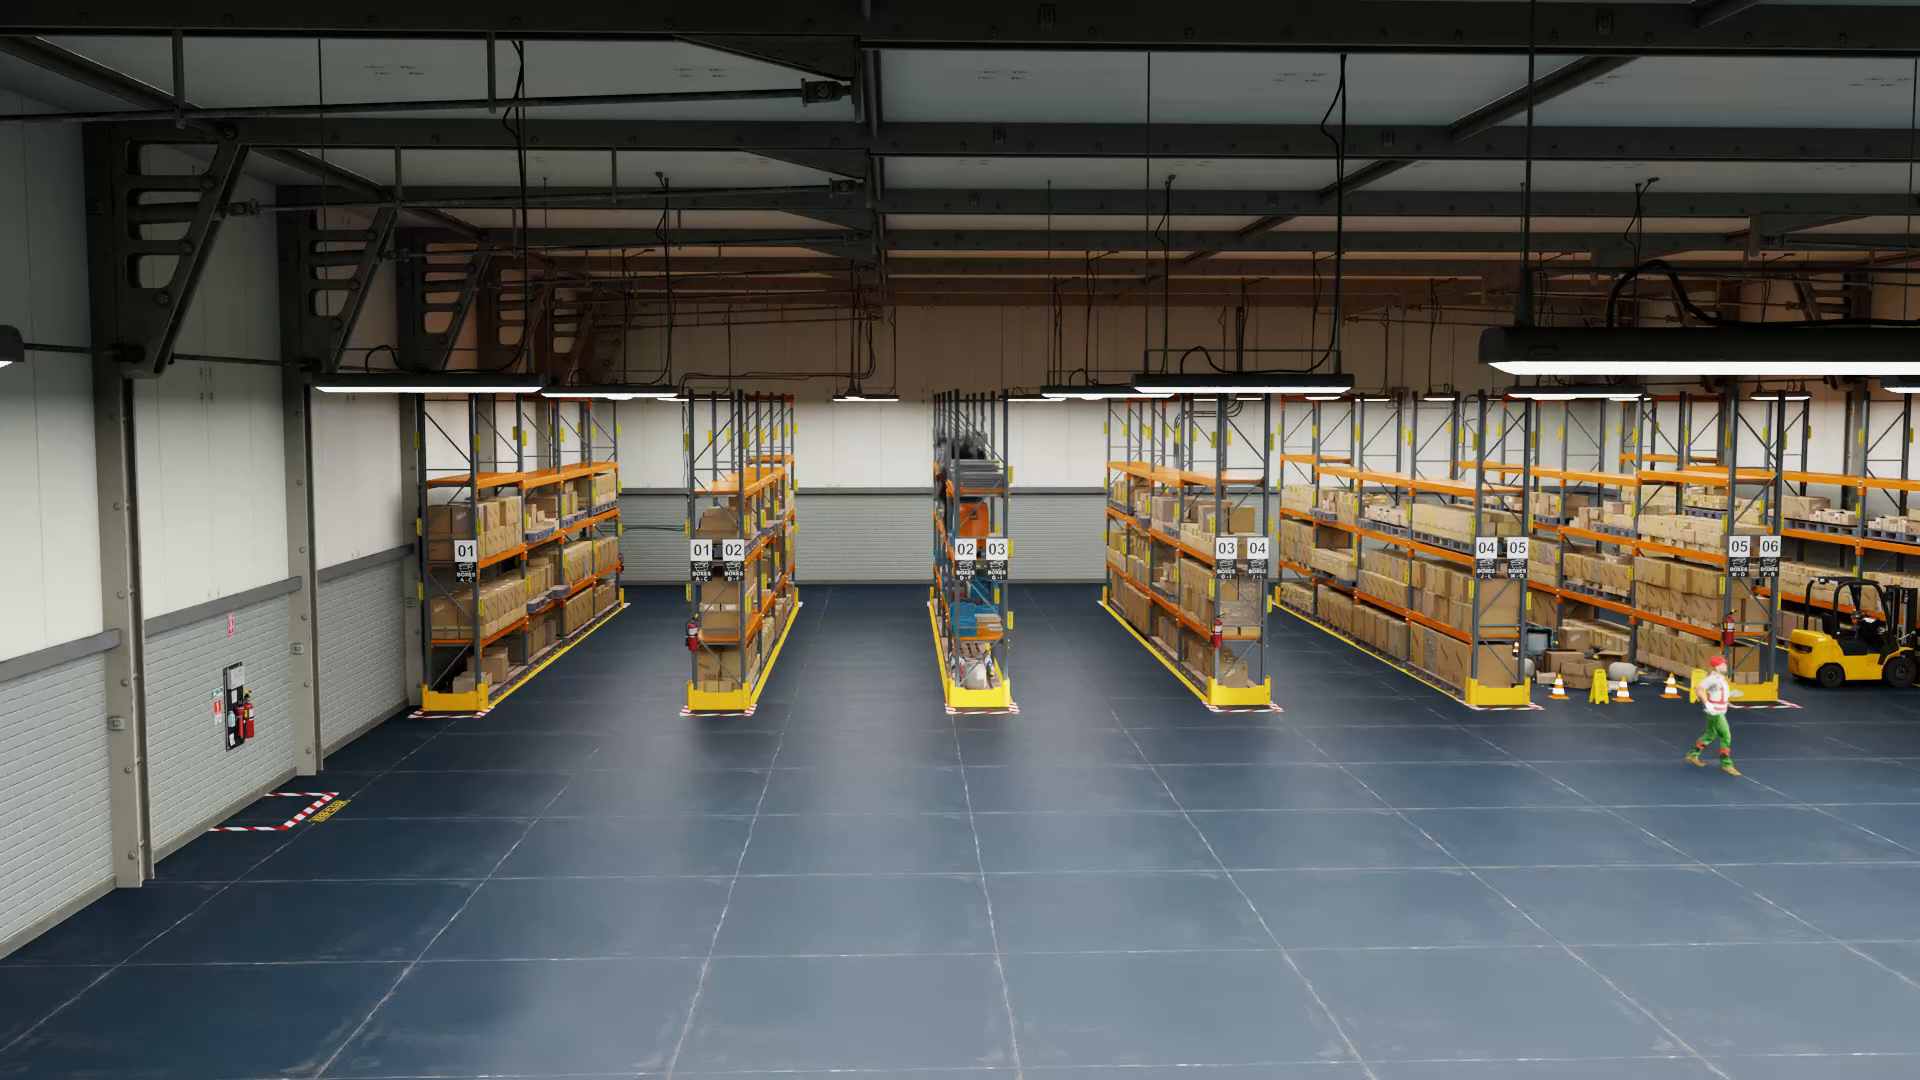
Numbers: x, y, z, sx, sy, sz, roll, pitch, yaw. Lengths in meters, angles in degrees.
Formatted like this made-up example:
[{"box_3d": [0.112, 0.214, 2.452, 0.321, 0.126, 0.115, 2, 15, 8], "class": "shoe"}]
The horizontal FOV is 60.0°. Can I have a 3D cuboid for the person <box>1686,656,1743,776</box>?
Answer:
[{"box_3d": [11.749, 2.704, 25.858, 0.831, 1.822, 0.653, 3, 6, 33], "class": "person"}]

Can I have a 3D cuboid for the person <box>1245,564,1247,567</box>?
[{"box_3d": [7.375, 1.395, 42.538, 0.709, 1.733, 0.638, -1, 5, -16], "class": "person"}]

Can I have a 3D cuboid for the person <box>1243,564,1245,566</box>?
[{"box_3d": [8.431, 0.920, 48.622, 0.892, 1.713, 0.683, -1, 5, -11], "class": "person"}]
